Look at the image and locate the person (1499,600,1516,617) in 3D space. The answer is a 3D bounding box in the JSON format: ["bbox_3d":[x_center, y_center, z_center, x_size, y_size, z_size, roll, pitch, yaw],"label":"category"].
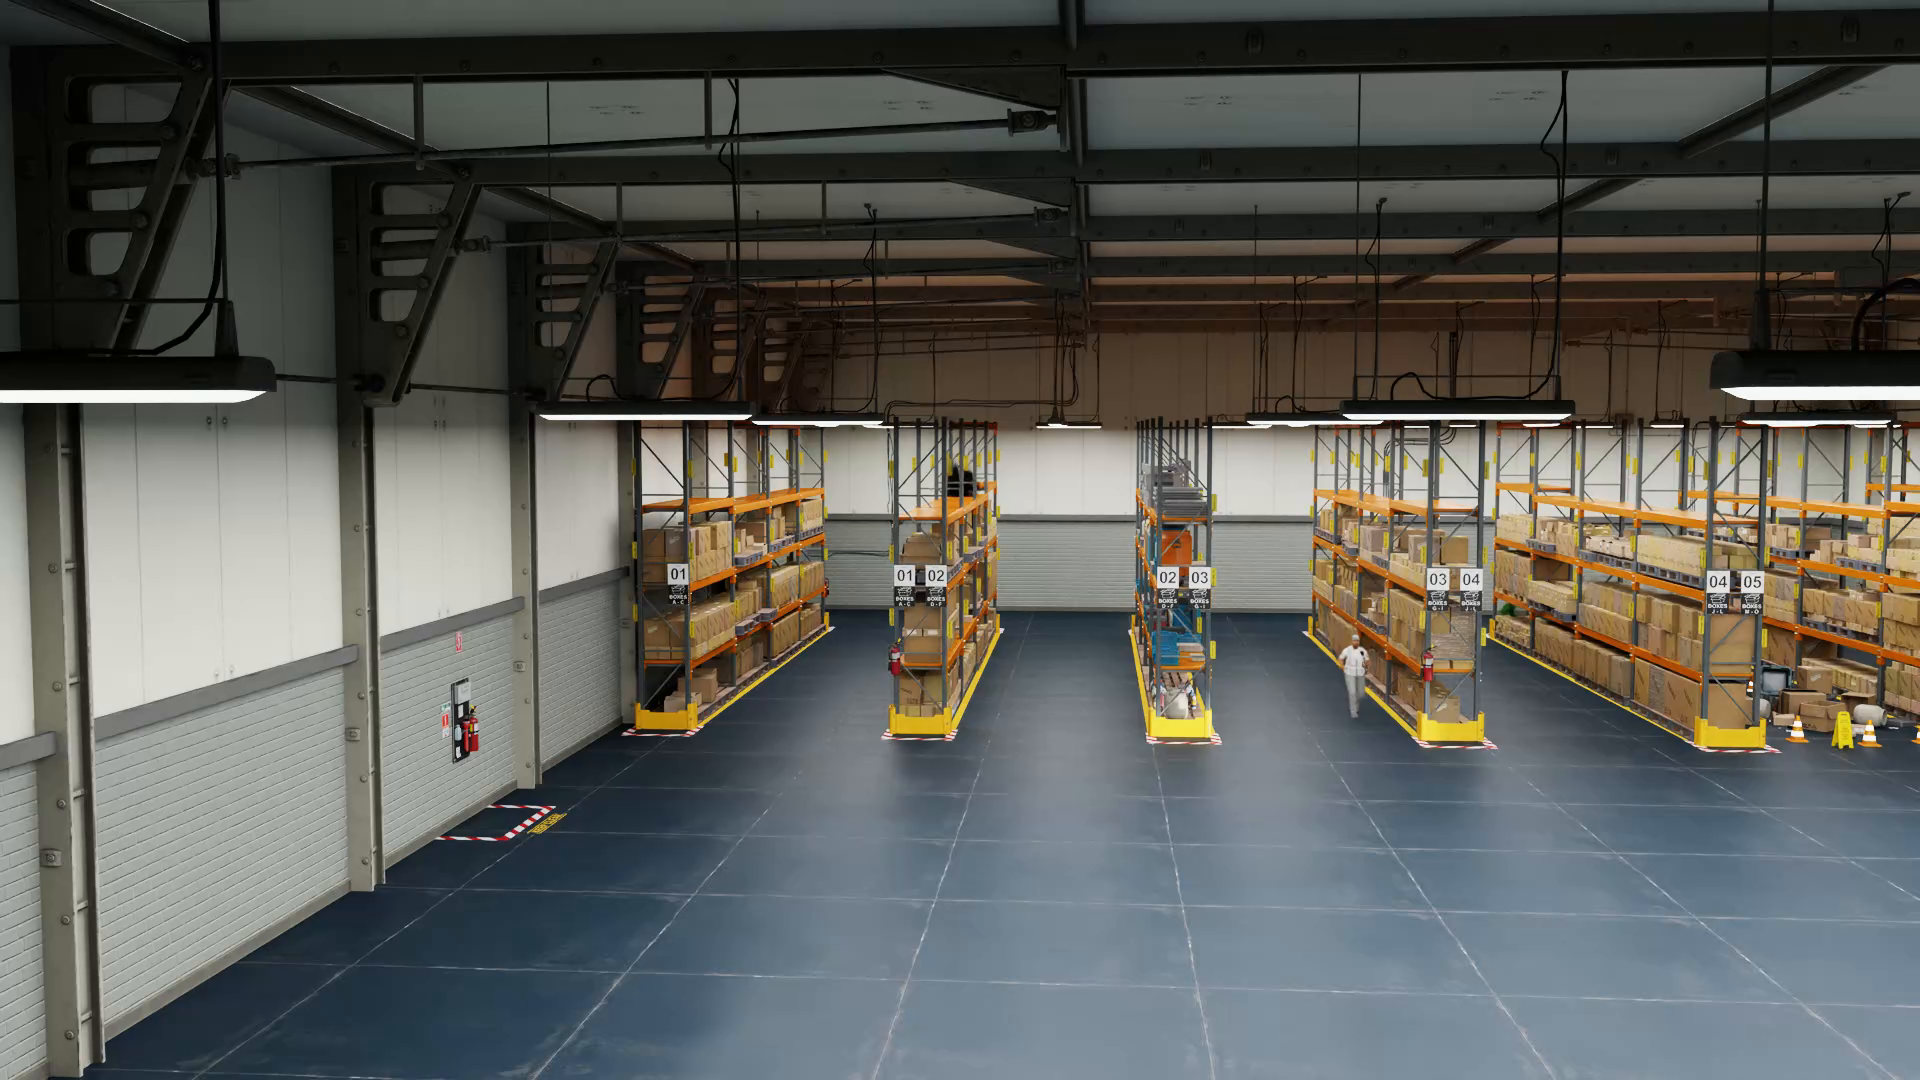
[{"bbox_3d":[15.683,1.760,47.624,0.616,1.728,0.937,2,4,25],"label":"person"}]

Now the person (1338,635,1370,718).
[{"bbox_3d":[7.936,2.720,33.447,0.620,1.634,0.823,0,4,1],"label":"person"}]
